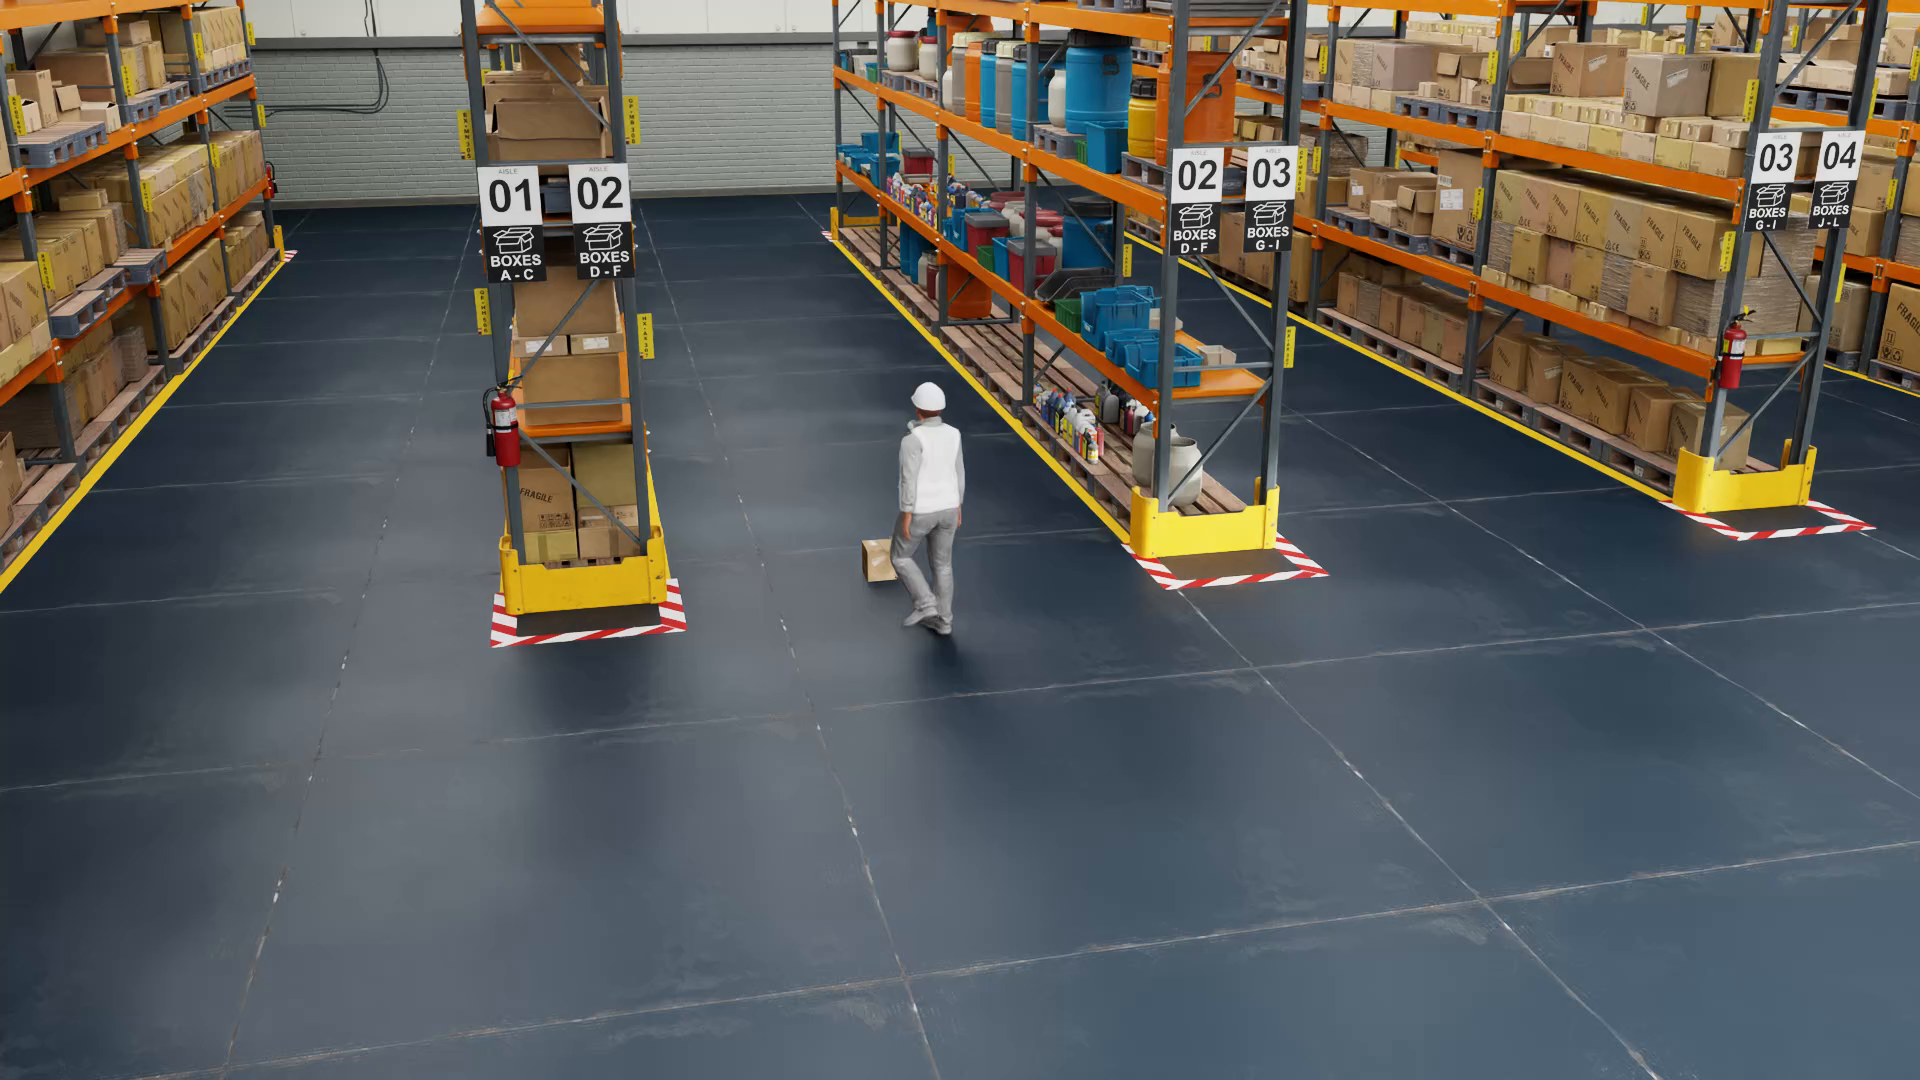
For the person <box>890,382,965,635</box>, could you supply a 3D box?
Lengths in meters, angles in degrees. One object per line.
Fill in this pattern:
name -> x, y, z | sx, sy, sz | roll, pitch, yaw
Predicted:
person -> -0.205, -0.220, 11.610 | 0.566, 1.762, 0.476 | -13, 23, -32
